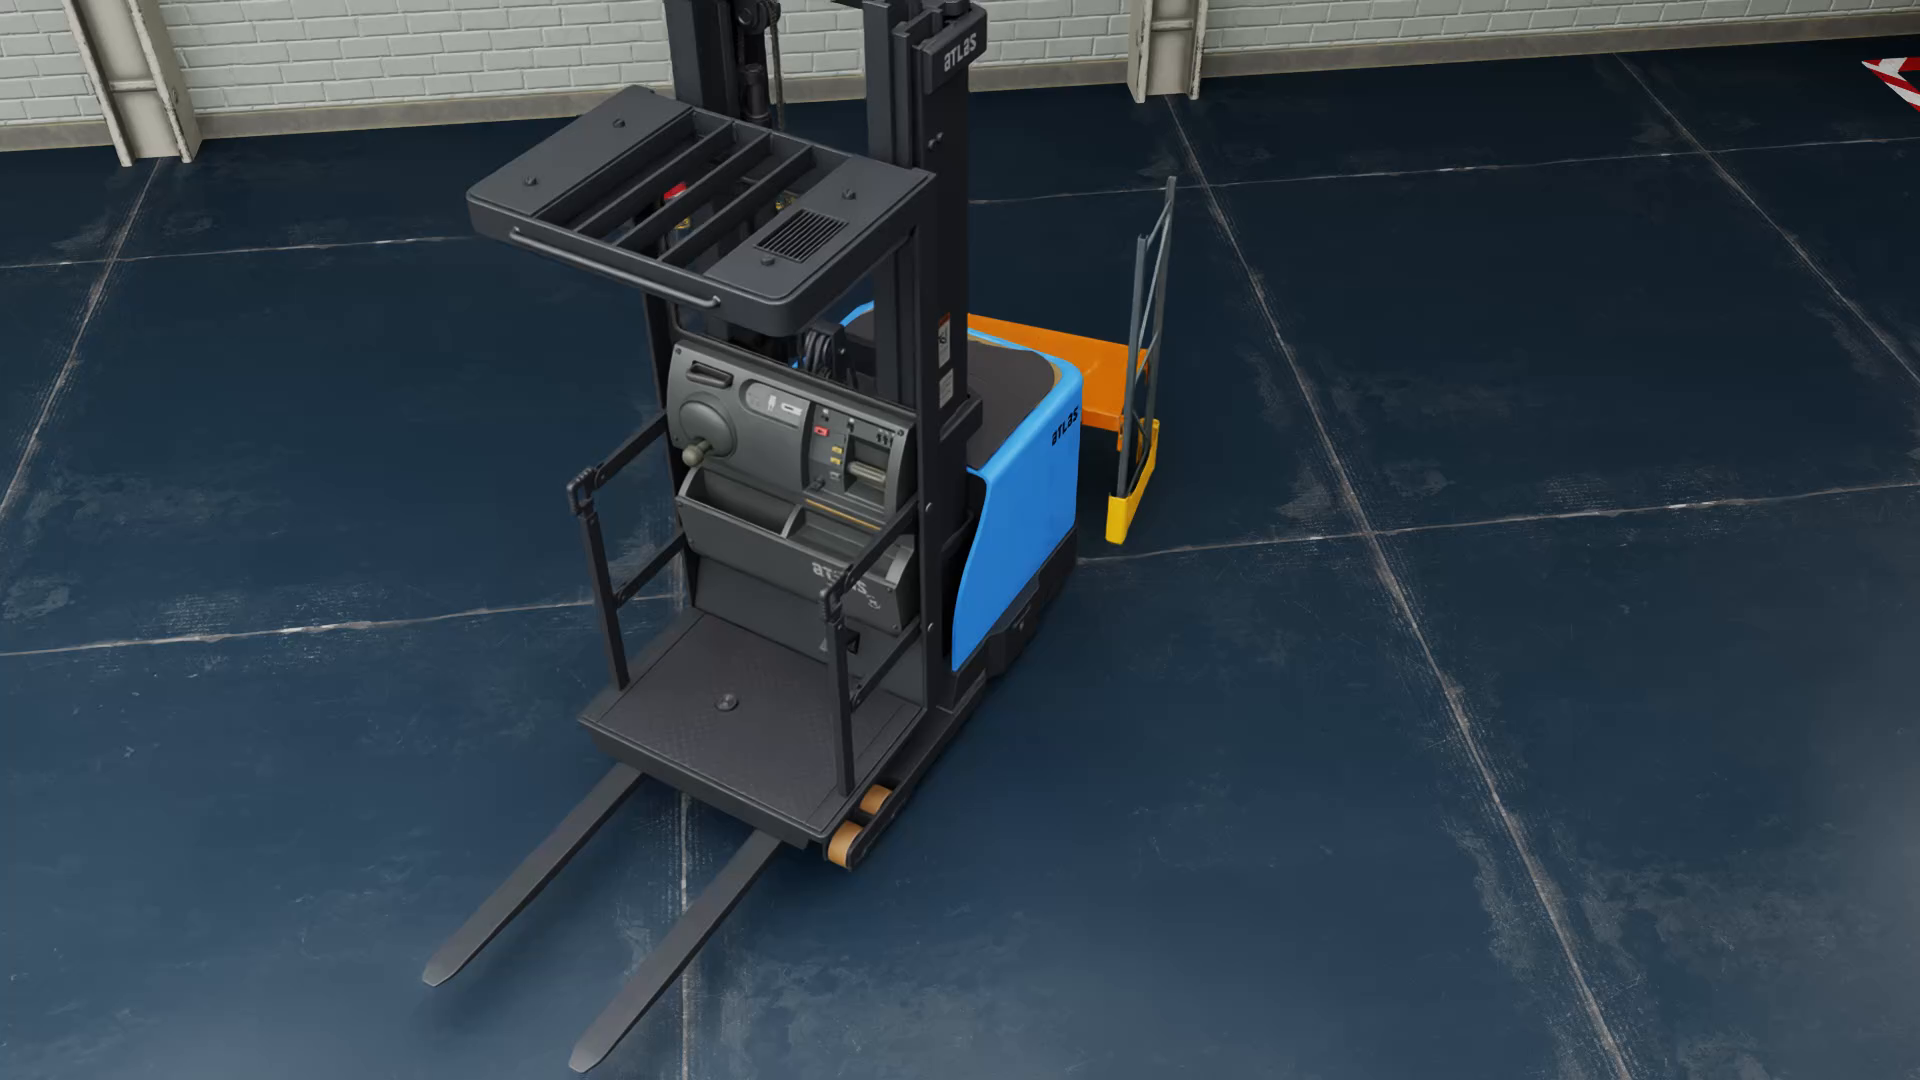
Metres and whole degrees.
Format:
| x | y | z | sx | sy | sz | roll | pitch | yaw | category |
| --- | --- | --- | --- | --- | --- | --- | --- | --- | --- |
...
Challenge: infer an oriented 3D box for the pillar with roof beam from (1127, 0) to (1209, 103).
| x | y | z | sx | sy | sz | roll | pitch | yaw | category |
| --- | --- | --- | --- | --- | --- | --- | --- | --- | --- |
| 1.817 | -3.292 | 4.181 | 0.400 | 9.000 | 9.100 | -5 | 42 | -6 | pillar with roof beam |

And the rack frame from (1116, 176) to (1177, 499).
| x | y | z | sx | sy | sz | roll | pitch | yaw | category |
| --- | --- | --- | --- | --- | --- | --- | --- | --- | --- |
| 0.766 | -0.733 | 6.942 | 0.032 | 1.500 | 0.500 | 13 | 44 | 14 | rack frame |

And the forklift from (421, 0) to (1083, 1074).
| x | y | z | sx | sy | sz | roll | pitch | yaw | category |
| --- | --- | --- | --- | --- | --- | --- | --- | --- | --- |
| -0.686 | -0.273 | 5.364 | 1.130 | 2.935 | 3.031 | 21 | 46 | 22 | forklift |

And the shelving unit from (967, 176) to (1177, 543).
| x | y | z | sx | sy | sz | roll | pitch | yaw | category |
| --- | --- | --- | --- | --- | --- | --- | --- | --- | --- |
| 0.295 | -0.843 | 7.065 | 1.083 | 1.500 | 0.587 | 13 | 44 | 14 | shelving unit |

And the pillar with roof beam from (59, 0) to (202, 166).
| x | y | z | sx | sy | sz | roll | pitch | yaw | category |
| --- | --- | --- | --- | --- | --- | --- | --- | --- | --- |
| -4.132 | -2.770 | 3.603 | 0.400 | 9.000 | 9.100 | -5 | 42 | -6 | pillar with roof beam |

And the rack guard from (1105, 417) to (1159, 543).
| x | y | z | sx | sy | sz | roll | pitch | yaw | category |
| --- | --- | --- | --- | --- | --- | --- | --- | --- | --- |
| 0.765 | -0.269 | 7.361 | 0.087 | 0.250 | 0.587 | 13 | 44 | 14 | rack guard |

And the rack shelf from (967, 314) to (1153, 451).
| x | y | z | sx | sy | sz | roll | pitch | yaw | category |
| --- | --- | --- | --- | --- | --- | --- | --- | --- | --- |
| 0.287 | -0.712 | 7.188 | 1.000 | 0.185 | 0.538 | 13 | 44 | 14 | rack shelf |
